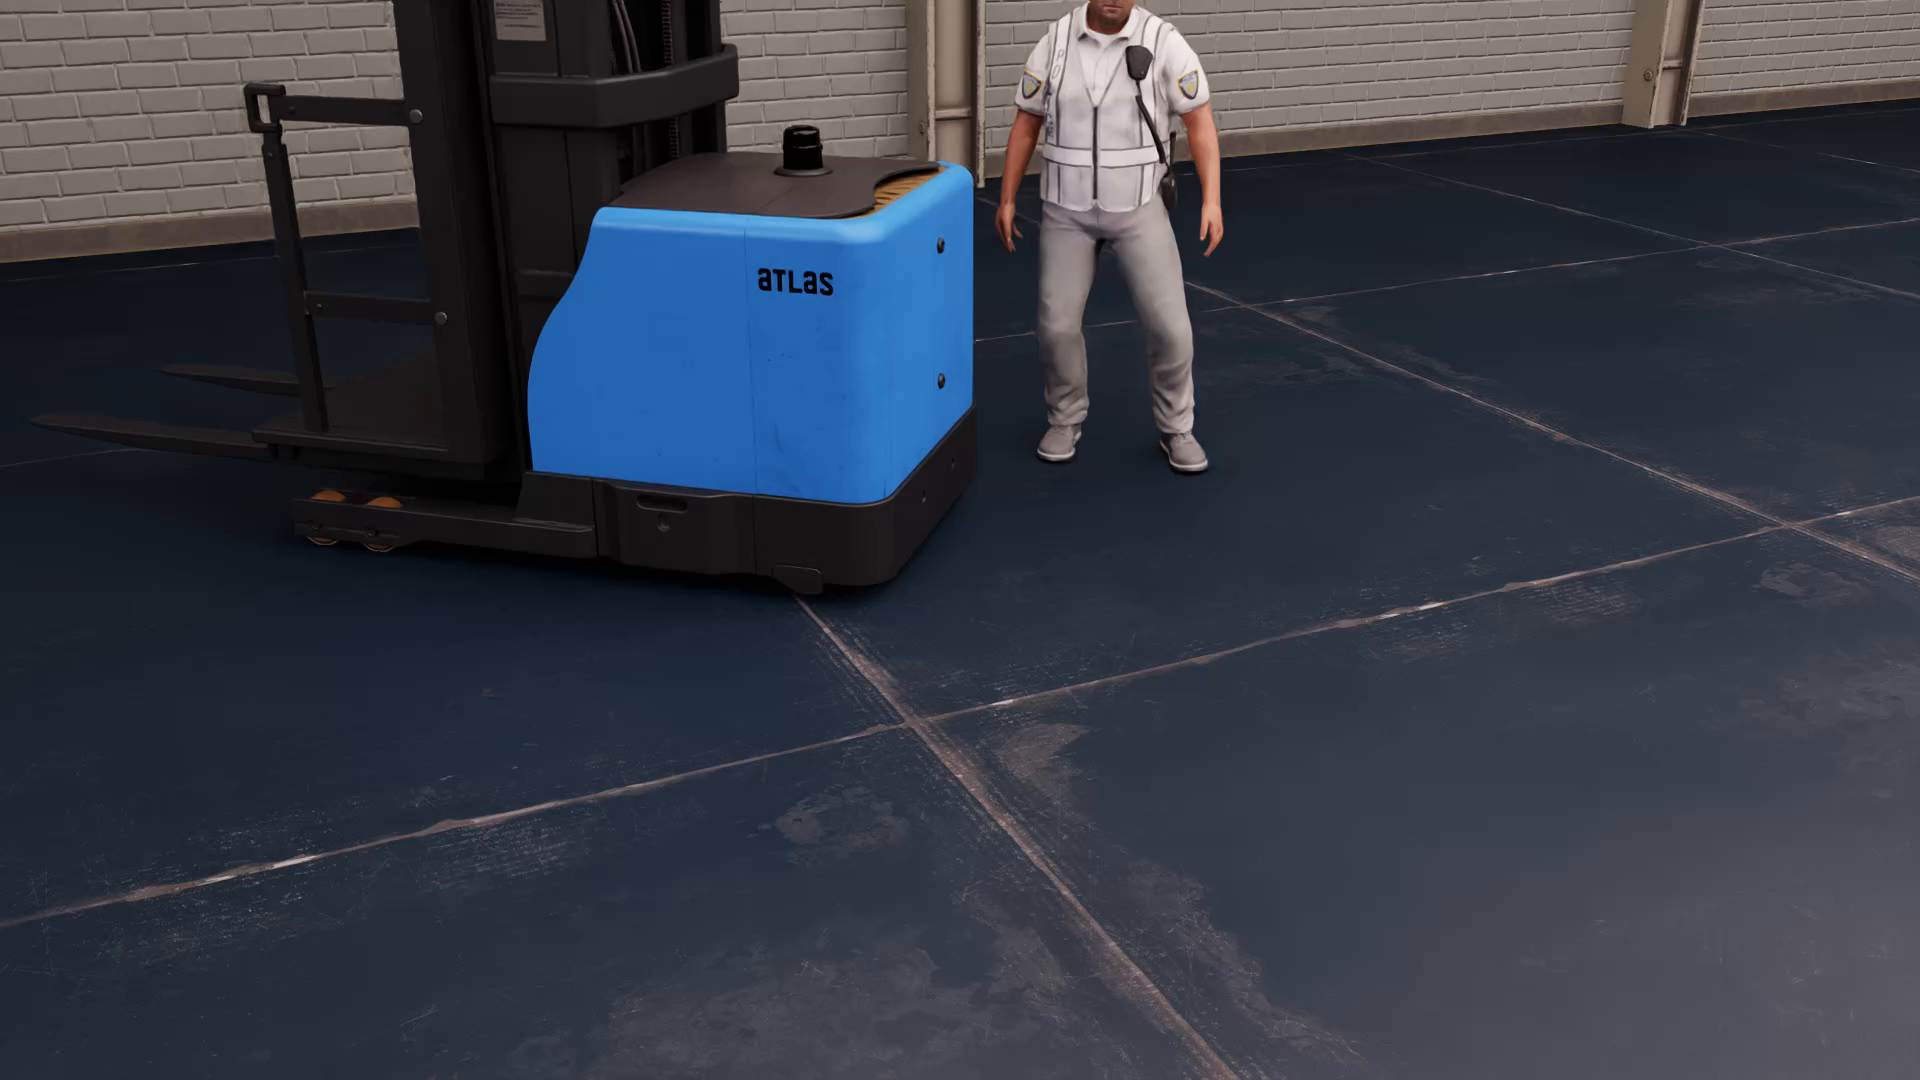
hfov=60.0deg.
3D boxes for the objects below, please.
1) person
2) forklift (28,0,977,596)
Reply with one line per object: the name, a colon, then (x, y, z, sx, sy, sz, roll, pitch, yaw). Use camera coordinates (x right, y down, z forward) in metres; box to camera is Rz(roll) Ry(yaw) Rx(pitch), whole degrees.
person: (0.496, -1.111, 5.531, 0.773, 1.726, 0.381, 5, 23, 12)
forklift: (-1.521, -1.502, 4.901, 3.031, 2.935, 1.130, 6, 23, 15)
